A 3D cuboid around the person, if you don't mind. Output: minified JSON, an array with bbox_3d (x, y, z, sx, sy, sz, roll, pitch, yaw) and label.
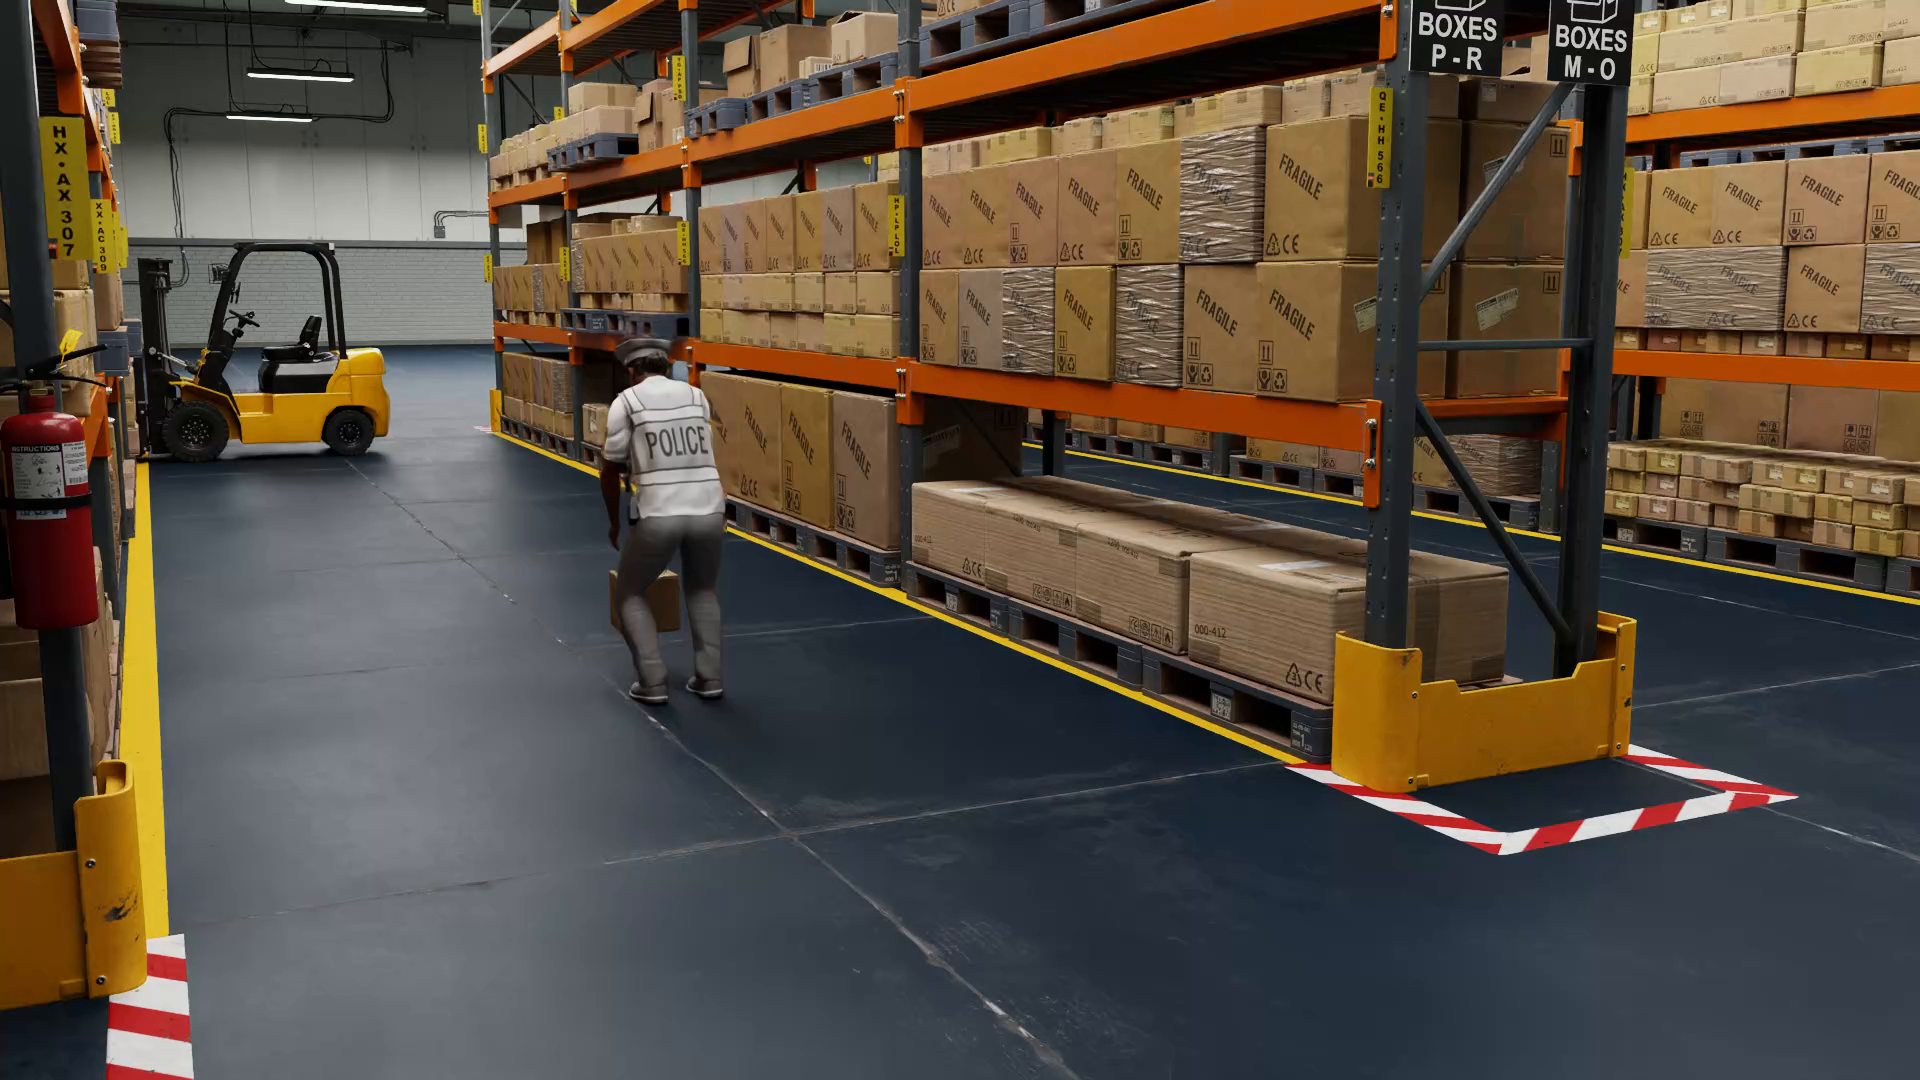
[{"bbox_3d":[-1.255,-0.085,6.968,0.470,1.508,0.556,-4,10,-25],"label":"person"}]
